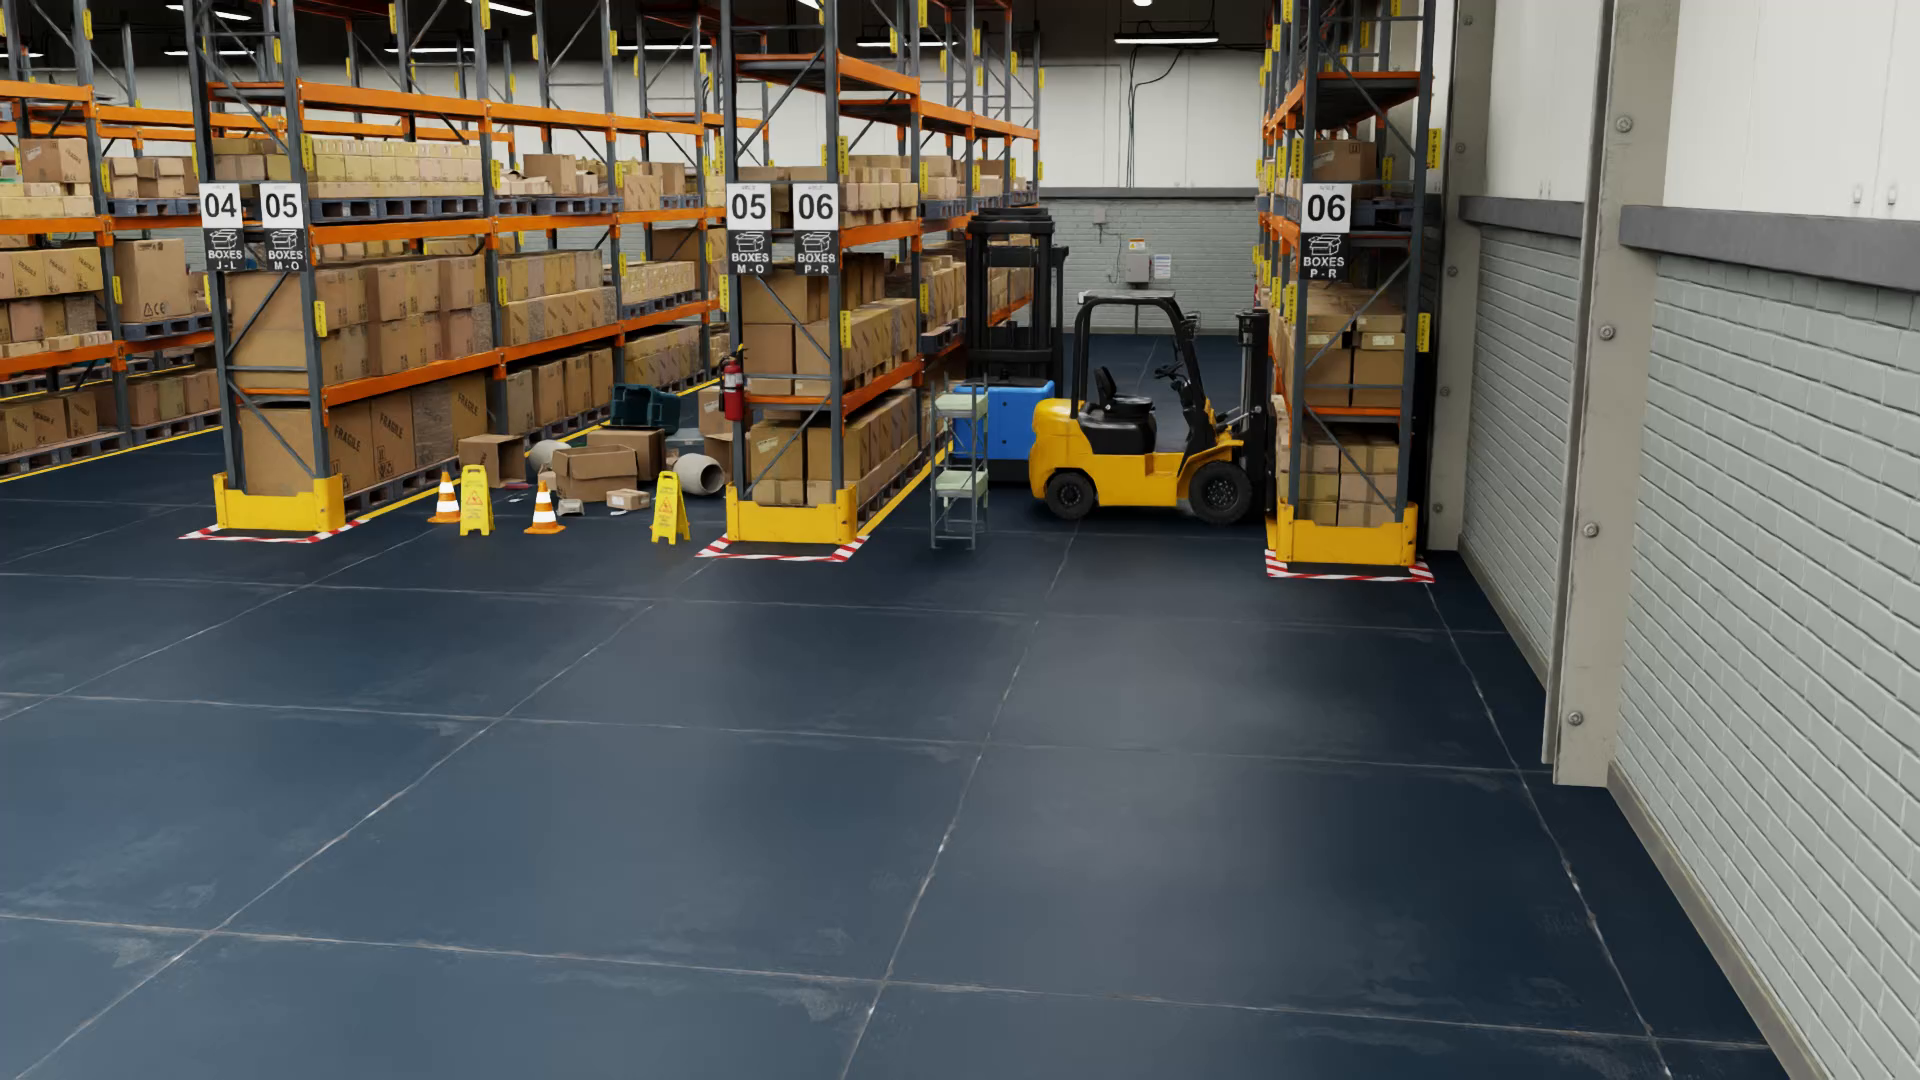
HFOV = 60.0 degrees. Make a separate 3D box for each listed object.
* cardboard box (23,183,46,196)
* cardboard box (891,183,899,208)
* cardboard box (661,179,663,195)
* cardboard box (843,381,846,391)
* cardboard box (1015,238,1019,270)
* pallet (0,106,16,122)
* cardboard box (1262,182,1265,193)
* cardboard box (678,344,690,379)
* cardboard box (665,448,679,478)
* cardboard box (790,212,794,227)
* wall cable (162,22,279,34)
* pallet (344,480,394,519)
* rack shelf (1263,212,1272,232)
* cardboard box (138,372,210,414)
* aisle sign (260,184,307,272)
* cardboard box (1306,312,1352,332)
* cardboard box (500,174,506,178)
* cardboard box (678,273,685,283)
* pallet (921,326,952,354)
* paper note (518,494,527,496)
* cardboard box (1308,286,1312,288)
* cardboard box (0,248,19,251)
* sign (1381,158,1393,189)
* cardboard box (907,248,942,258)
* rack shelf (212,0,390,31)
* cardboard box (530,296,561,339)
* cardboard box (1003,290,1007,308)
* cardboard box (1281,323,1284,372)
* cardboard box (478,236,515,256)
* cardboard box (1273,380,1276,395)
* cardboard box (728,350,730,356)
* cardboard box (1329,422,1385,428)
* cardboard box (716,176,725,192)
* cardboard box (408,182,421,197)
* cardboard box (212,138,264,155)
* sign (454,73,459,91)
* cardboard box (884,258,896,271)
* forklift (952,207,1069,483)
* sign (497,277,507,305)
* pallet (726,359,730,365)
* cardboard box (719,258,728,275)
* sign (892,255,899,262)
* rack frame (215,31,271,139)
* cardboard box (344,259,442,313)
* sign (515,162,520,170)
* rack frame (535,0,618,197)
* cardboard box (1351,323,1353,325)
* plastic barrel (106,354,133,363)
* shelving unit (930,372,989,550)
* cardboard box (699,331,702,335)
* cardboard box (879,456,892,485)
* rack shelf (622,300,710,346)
[{"bbox_3d":[-10.598,-3.962,18.805,0.380,0.149,0.250,1,12,7],"label":"cardboard box"},{"bbox_3d":[-0.912,-3.523,17.008,0.500,0.250,0.500,2,12,8],"label":"cardboard box"},{"bbox_3d":[-4.960,-5.553,25.989,0.500,0.311,0.500,2,12,8],"label":"cardboard box"},{"bbox_3d":[-1.274,-1.458,15.491,0.380,0.149,0.250,2,12,9],"label":"cardboard box"},{"bbox_3d":[0.686,-4.695,27.307,0.500,0.500,0.500,2,12,8],"label":"cardboard box"},{"bbox_3d":[-14.870,-6.404,25.005,1.213,0.211,1.003,2,12,9],"label":"pallet"},{"bbox_3d":[4.554,-5.085,23.966,0.380,0.149,0.250,2,12,10],"label":"cardboard box"},{"bbox_3d":[-4.561,-2.815,26.130,0.500,0.500,0.500,2,12,7],"label":"cardboard box"},{"bbox_3d":[-3.186,-0.860,18.609,0.258,0.266,0.396,-7,14,-30],"label":"cardboard box"},{"bbox_3d":[-1.697,-2.998,15.515,0.380,0.149,0.250,2,12,10],"label":"cardboard box"},{"bbox_3d":[-16.616,-12.682,37.321,3.097,2.526,0.112,2,12,9],"label":"wall cable"},{"bbox_3d":[-6.417,-0.409,16.646,1.003,0.211,1.213,2,12,9],"label":"pallet"},{"bbox_3d":[4.888,-4.500,23.597,1.077,0.370,4.000,2,12,9],"label":"rack shelf"},{"bbox_3d":[-10.439,-1.953,22.080,0.700,0.500,0.500,1,12,4],"label":"cardboard box"},{"bbox_3d":[-6.177,-2.849,15.180,0.394,0.787,0.004,2,12,9],"label":"aisle sign"},{"bbox_3d":[3.196,-1.896,14.446,0.380,0.149,0.250,2,12,9],"label":"cardboard box"},{"bbox_3d":[-5.875,-4.347,20.302,0.500,0.250,0.500,2,12,8],"label":"cardboard box"},{"bbox_3d":[-4.563,-4.133,26.202,0.380,0.149,0.250,2,12,11],"label":"cardboard box"},{"bbox_3d":[-0.679,-2.357,19.521,1.003,0.211,1.213,2,12,9],"label":"pallet"},{"bbox_3d":[-4.578,-0.472,17.417,0.032,0.001,0.123,10,15,38],"label":"paper note"},{"bbox_3d":[4.149,-3.060,20.552,0.380,0.149,0.250,2,12,9],"label":"cardboard box"},{"bbox_3d":[-11.128,-3.111,19.248,0.500,0.500,0.500,2,12,9],"label":"cardboard box"},{"bbox_3d":[4.513,-3.876,17.581,0.100,0.325,0.005,2,12,9],"label":"sign"},{"bbox_3d":[-0.504,-3.783,23.071,0.500,0.500,0.500,2,12,7],"label":"cardboard box"},{"bbox_3d":[-9.810,-8.072,25.164,1.077,0.370,4.000,2,12,9],"label":"rack shelf"},{"bbox_3d":[-5.344,-2.794,20.859,0.500,0.500,0.500,2,12,8],"label":"cardboard box"},{"bbox_3d":[0.470,-3.787,26.057,0.500,0.250,0.500,2,12,7],"label":"cardboard box"},{"bbox_3d":[3.575,-1.992,17.137,0.500,0.500,0.500,2,12,10],"label":"cardboard box"},{"bbox_3d":[-8.702,-5.444,31.261,0.500,0.500,0.500,2,12,9],"label":"cardboard box"},{"bbox_3d":[4.274,-1.607,20.229,0.875,0.625,0.625,1,12,6],"label":"cardboard box"},{"bbox_3d":[-4.084,-3.249,28.978,0.380,0.149,0.250,2,12,7],"label":"cardboard box"},{"bbox_3d":[3.857,-1.062,16.213,0.500,0.250,0.500,2,12,8],"label":"cardboard box"},{"bbox_3d":[-4.224,-5.934,27.716,0.500,0.250,0.500,2,12,8],"label":"cardboard box"},{"bbox_3d":[-5.821,-3.629,17.213,0.380,0.149,0.250,2,12,8],"label":"cardboard box"},{"bbox_3d":[-6.746,-3.672,15.516,0.380,0.149,0.250,2,12,9],"label":"cardboard box"},{"bbox_3d":[-9.434,-8.601,31.208,0.100,0.325,0.005,2,12,9],"label":"sign"},{"bbox_3d":[-0.980,-3.318,20.046,0.380,0.149,0.250,1,12,6],"label":"cardboard box"},{"bbox_3d":[0.649,-2.308,19.003,1.130,2.935,3.031,2,12,9],"label":"forklift"},{"bbox_3d":[-5.298,-2.880,19.250,0.100,0.325,0.005,2,12,9],"label":"sign"},{"bbox_3d":[-4.363,-3.133,29.288,1.003,0.211,1.213,2,12,9],"label":"pallet"},{"bbox_3d":[-4.223,-4.493,28.036,0.500,0.500,0.500,2,12,9],"label":"cardboard box"},{"bbox_3d":[-0.874,-3.712,22.607,0.100,0.325,0.005,2,12,9],"label":"sign"},{"bbox_3d":[-13.781,-8.208,31.978,1.000,3.000,0.127,2,12,9],"label":"rack frame"},{"bbox_3d":[-6.126,-2.735,17.901,0.875,0.550,0.550,2,12,9],"label":"cardboard box"},{"bbox_3d":[-8.353,-6.955,31.370,0.100,0.325,0.005,2,12,9],"label":"sign"},{"bbox_3d":[-5.232,-6.201,22.663,1.000,3.000,0.127,2,12,9],"label":"rack frame"},{"bbox_3d":[3.916,-2.050,15.865,0.380,0.149,0.250,2,12,8],"label":"cardboard box"},{"bbox_3d":[-14.497,-3.510,28.401,0.600,0.901,0.708,2,12,9],"label":"plastic barrel"},{"bbox_3d":[-0.001,-0.732,15.086,0.431,1.500,0.755,2,12,9],"label":"shelving unit"},{"bbox_3d":[-4.691,-3.560,29.006,0.380,0.149,0.250,1,12,7],"label":"cardboard box"},{"bbox_3d":[-1.001,-0.704,16.925,0.500,0.250,0.500,3,12,12],"label":"cardboard box"},{"bbox_3d":[-4.924,-3.333,25.303,1.077,0.370,4.000,2,12,9],"label":"rack shelf"}]
